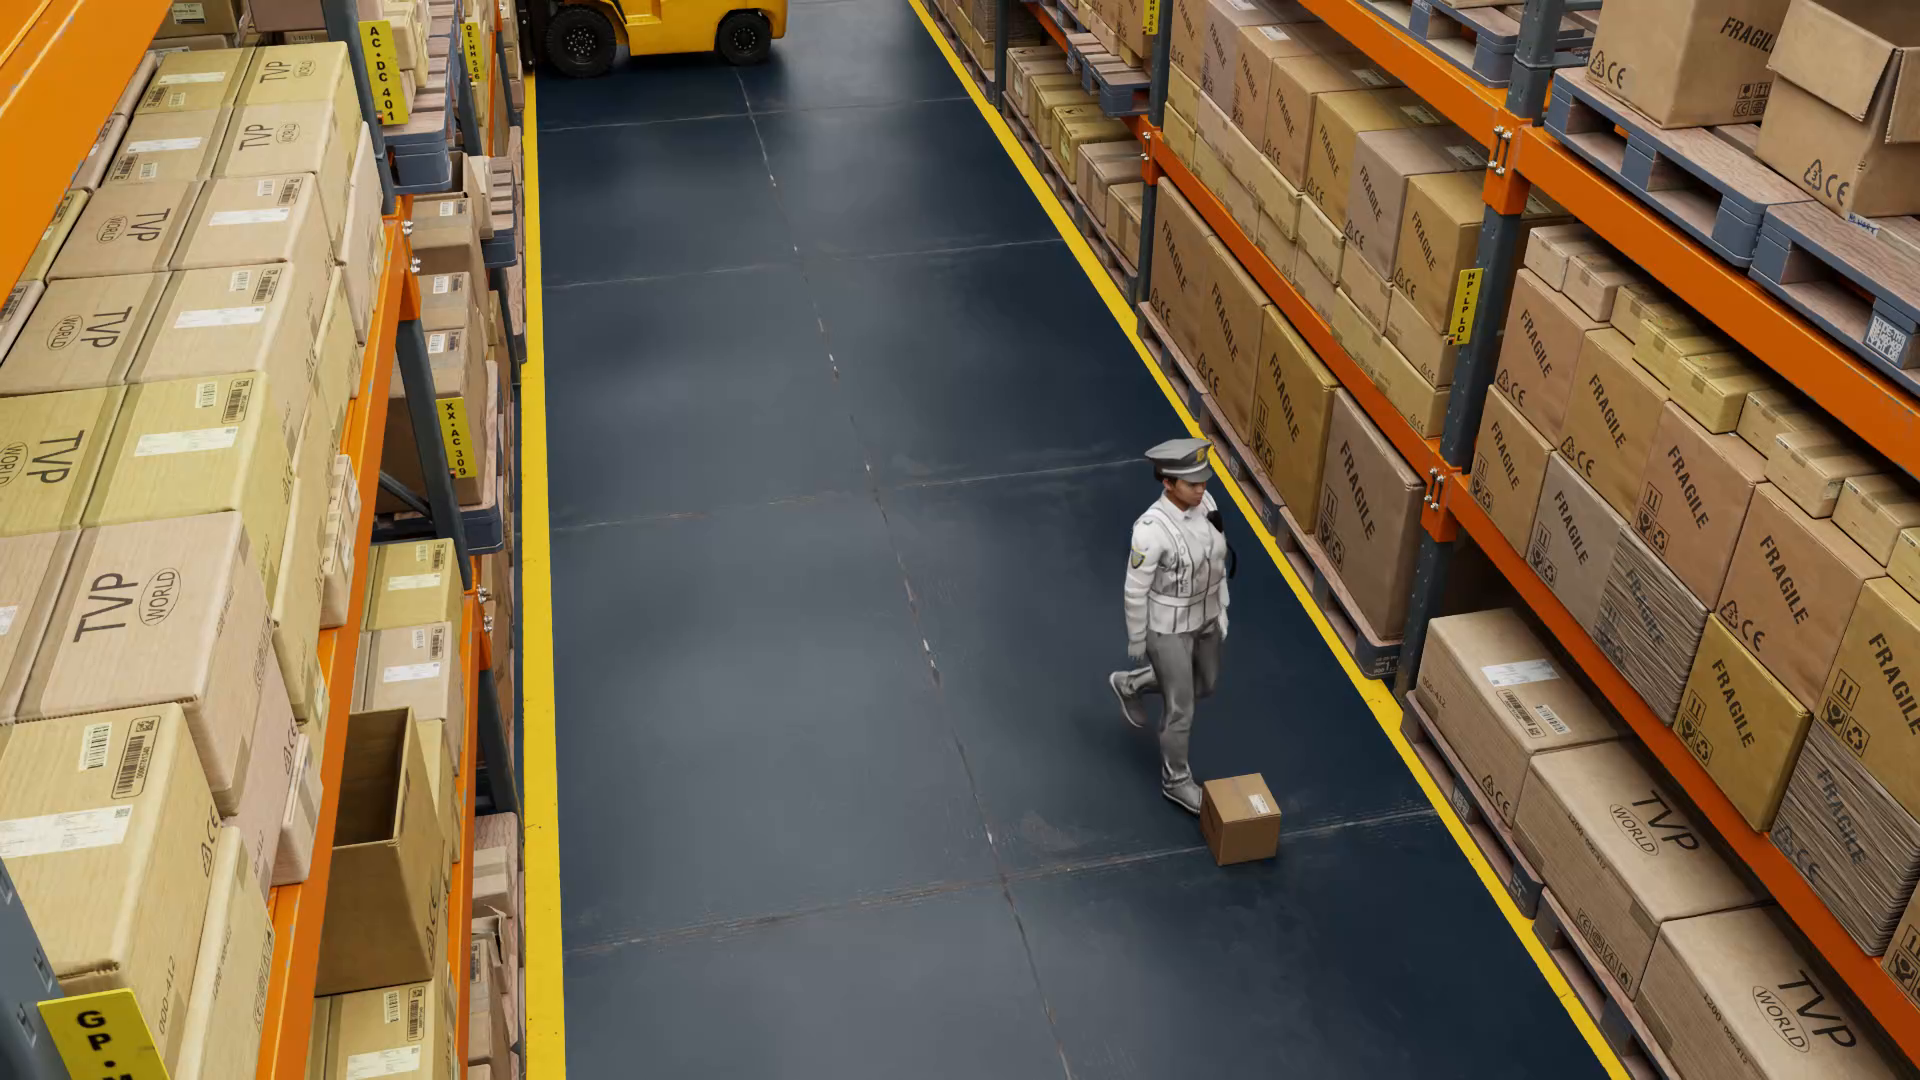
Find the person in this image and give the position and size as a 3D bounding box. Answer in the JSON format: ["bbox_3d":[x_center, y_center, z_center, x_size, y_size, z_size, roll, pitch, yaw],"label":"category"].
[{"bbox_3d":[0.899,0.319,6.864,0.733,1.664,0.495,27,43,33],"label":"person"}]
